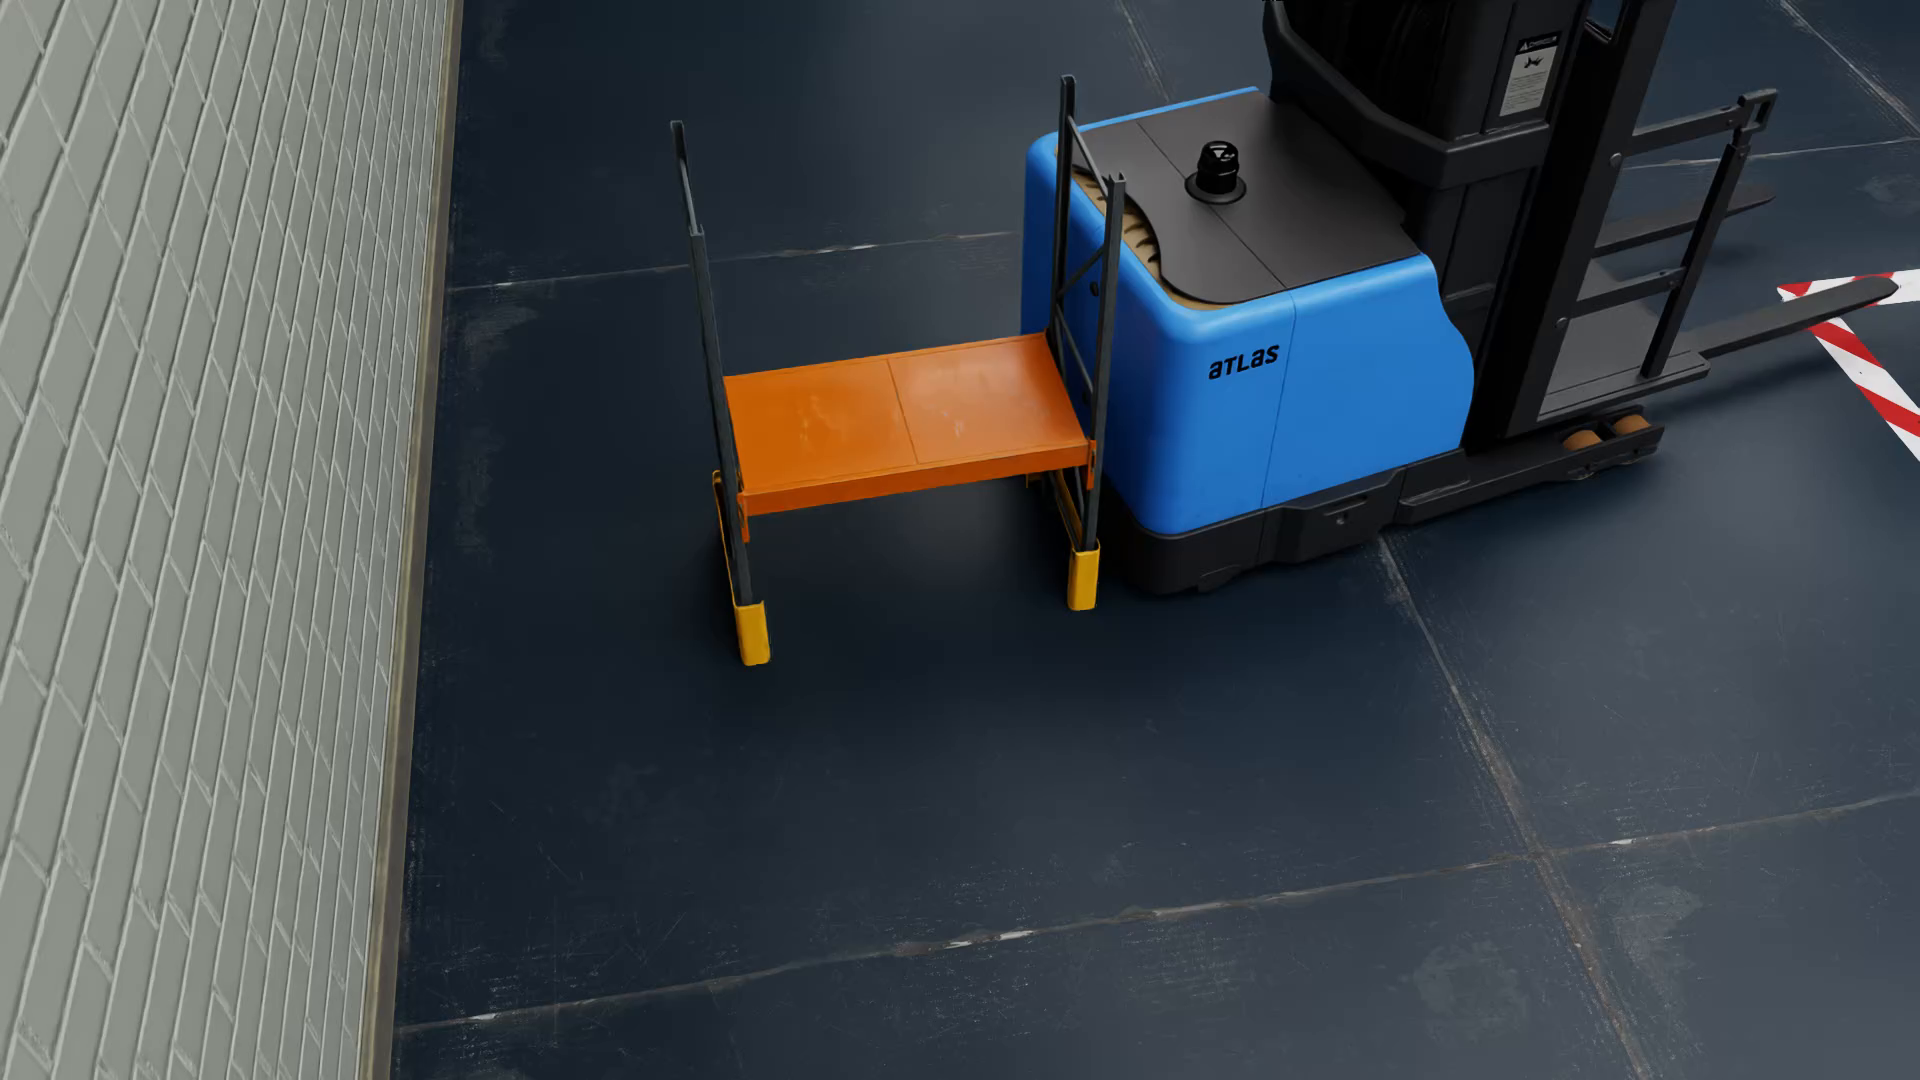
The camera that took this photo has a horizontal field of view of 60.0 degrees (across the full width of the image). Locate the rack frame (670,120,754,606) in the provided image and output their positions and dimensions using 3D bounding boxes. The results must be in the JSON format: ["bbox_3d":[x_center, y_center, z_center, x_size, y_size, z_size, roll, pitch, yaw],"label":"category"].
[{"bbox_3d":[-0.661,-0.359,4.555,0.032,1.500,0.500,-9,47,-9],"label":"rack frame"}]

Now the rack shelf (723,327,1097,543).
[{"bbox_3d":[-0.165,-0.313,4.760,1.000,0.185,0.538,-9,47,-9],"label":"rack shelf"}]

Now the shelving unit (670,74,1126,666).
[{"bbox_3d":[-0.173,-0.436,4.629,1.083,1.500,0.587,-9,47,-9],"label":"shelving unit"}]

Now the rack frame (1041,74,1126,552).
[{"bbox_3d":[0.332,-0.516,4.706,0.032,1.500,0.500,-9,47,-9],"label":"rack frame"}]

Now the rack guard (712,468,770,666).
[{"bbox_3d":[-0.660,0.074,5.005,0.087,0.250,0.587,-9,47,-9],"label":"rack guard"}]

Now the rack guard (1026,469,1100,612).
[{"bbox_3d":[0.313,-0.080,5.153,0.087,0.250,0.587,-9,47,-9],"label":"rack guard"}]

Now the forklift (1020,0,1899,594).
[{"bbox_3d":[1.748,-1.548,4.706,3.031,2.935,1.130,-17,48,-15],"label":"forklift"}]
